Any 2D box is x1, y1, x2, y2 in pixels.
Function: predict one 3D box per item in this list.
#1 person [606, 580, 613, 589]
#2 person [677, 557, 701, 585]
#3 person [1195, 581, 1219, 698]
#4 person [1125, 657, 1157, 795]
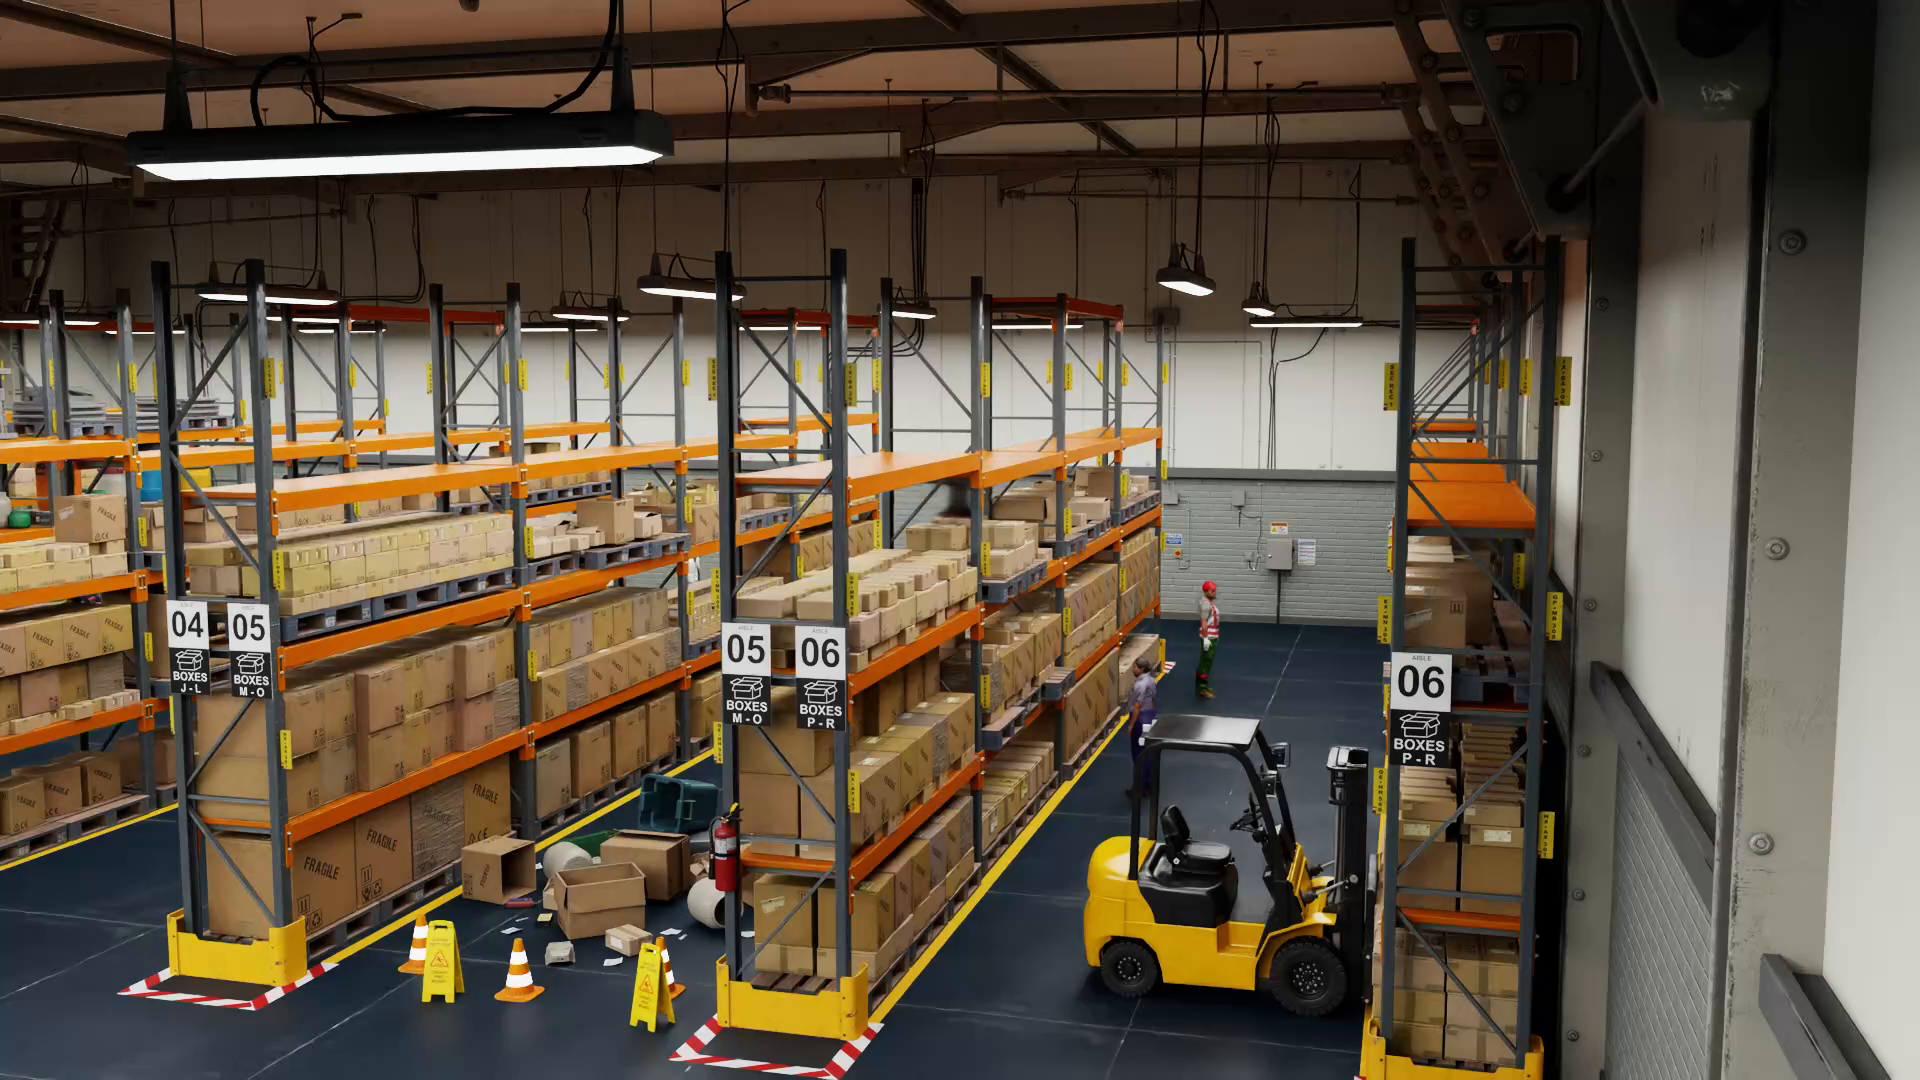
[{"bbox_3d":[-5.500,1.496,26.371,0.652,1.733,1.046,1,6,13],"label":"person"},{"bbox_3d":[-5.414,0.827,33.283,0.476,1.644,0.927,-1,6,-7],"label":"person"},{"bbox_3d":[3.861,1.541,25.941,0.359,1.823,0.636,1,6,9],"label":"person"},{"bbox_3d":[2.208,2.236,20.016,0.367,1.670,0.493,3,7,28],"label":"person"}]
